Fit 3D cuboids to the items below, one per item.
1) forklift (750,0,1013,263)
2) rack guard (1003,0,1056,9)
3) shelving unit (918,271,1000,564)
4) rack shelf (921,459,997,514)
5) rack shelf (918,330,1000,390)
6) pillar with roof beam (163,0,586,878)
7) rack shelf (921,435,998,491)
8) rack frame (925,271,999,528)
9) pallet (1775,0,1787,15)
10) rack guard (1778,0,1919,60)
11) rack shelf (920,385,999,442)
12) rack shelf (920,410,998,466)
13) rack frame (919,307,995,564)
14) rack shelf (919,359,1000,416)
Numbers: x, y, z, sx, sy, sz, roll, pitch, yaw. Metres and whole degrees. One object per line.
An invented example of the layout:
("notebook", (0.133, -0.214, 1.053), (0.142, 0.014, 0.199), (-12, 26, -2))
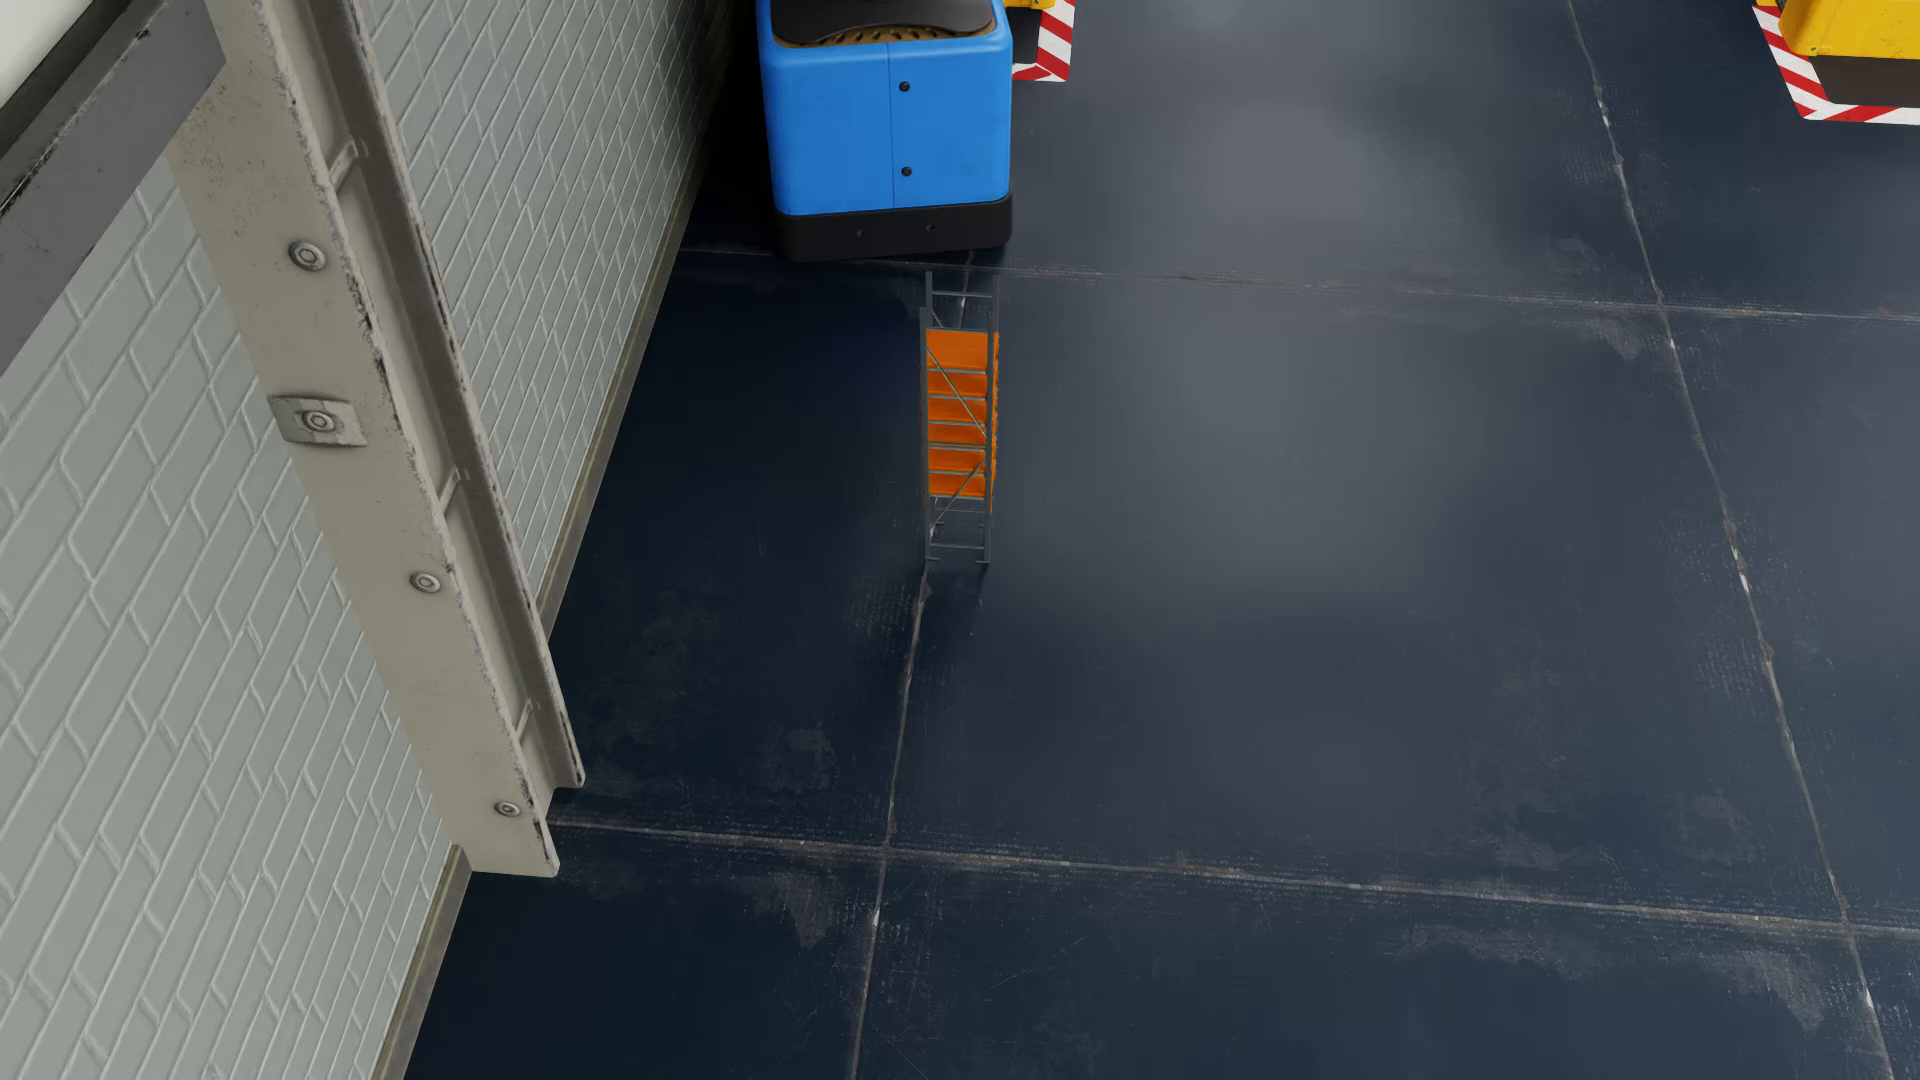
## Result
("forklift", (-0.465, -3.298, 7.281), (1.130, 2.935, 3.031), (-5, 48, -5))
("rack guard", (-0.066, -3.148, 8.790), (1.175, 0.500, 0.348), (4, 48, 4))
("shelving unit", (-0.001, -0.394, 5.798), (0.258, 1.200, 0.189), (4, 48, 4))
("rack shelf", (-0.001, -0.202, 6.007), (0.258, 0.103, 0.180), (4, 48, 4))
("rack shelf", (-0.001, -0.607, 5.565), (0.258, 0.103, 0.180), (4, 48, 4))
("pillar with roof beam", (2.870, -1.834, 1.829), (9.100, 9.000, 0.400), (4, 48, 4))
("rack shelf", (-0.001, -0.283, 5.919), (0.258, 0.103, 0.180), (4, 48, 4))
("rack frame", (0.007, -0.462, 5.859), (0.240, 1.200, 0.006), (4, 48, 4))
("pallet", (4.889, -3.229, 9.060), (1.003, 0.211, 1.213), (4, 48, 4))
("rack guard", (4.859, -2.744, 8.421), (1.175, 0.500, 0.348), (4, 48, 4))
("rack shelf", (-0.001, -0.445, 5.742), (0.258, 0.103, 0.180), (4, 48, 4))
("rack shelf", (-0.001, -0.364, 5.830), (0.258, 0.103, 0.180), (4, 48, 4))
("rack frame", (-0.010, -0.327, 5.736), (0.240, 1.200, 0.006), (4, 48, 4))
("rack shelf", (-0.001, -0.526, 5.653), (0.258, 0.103, 0.180), (4, 48, 4))
